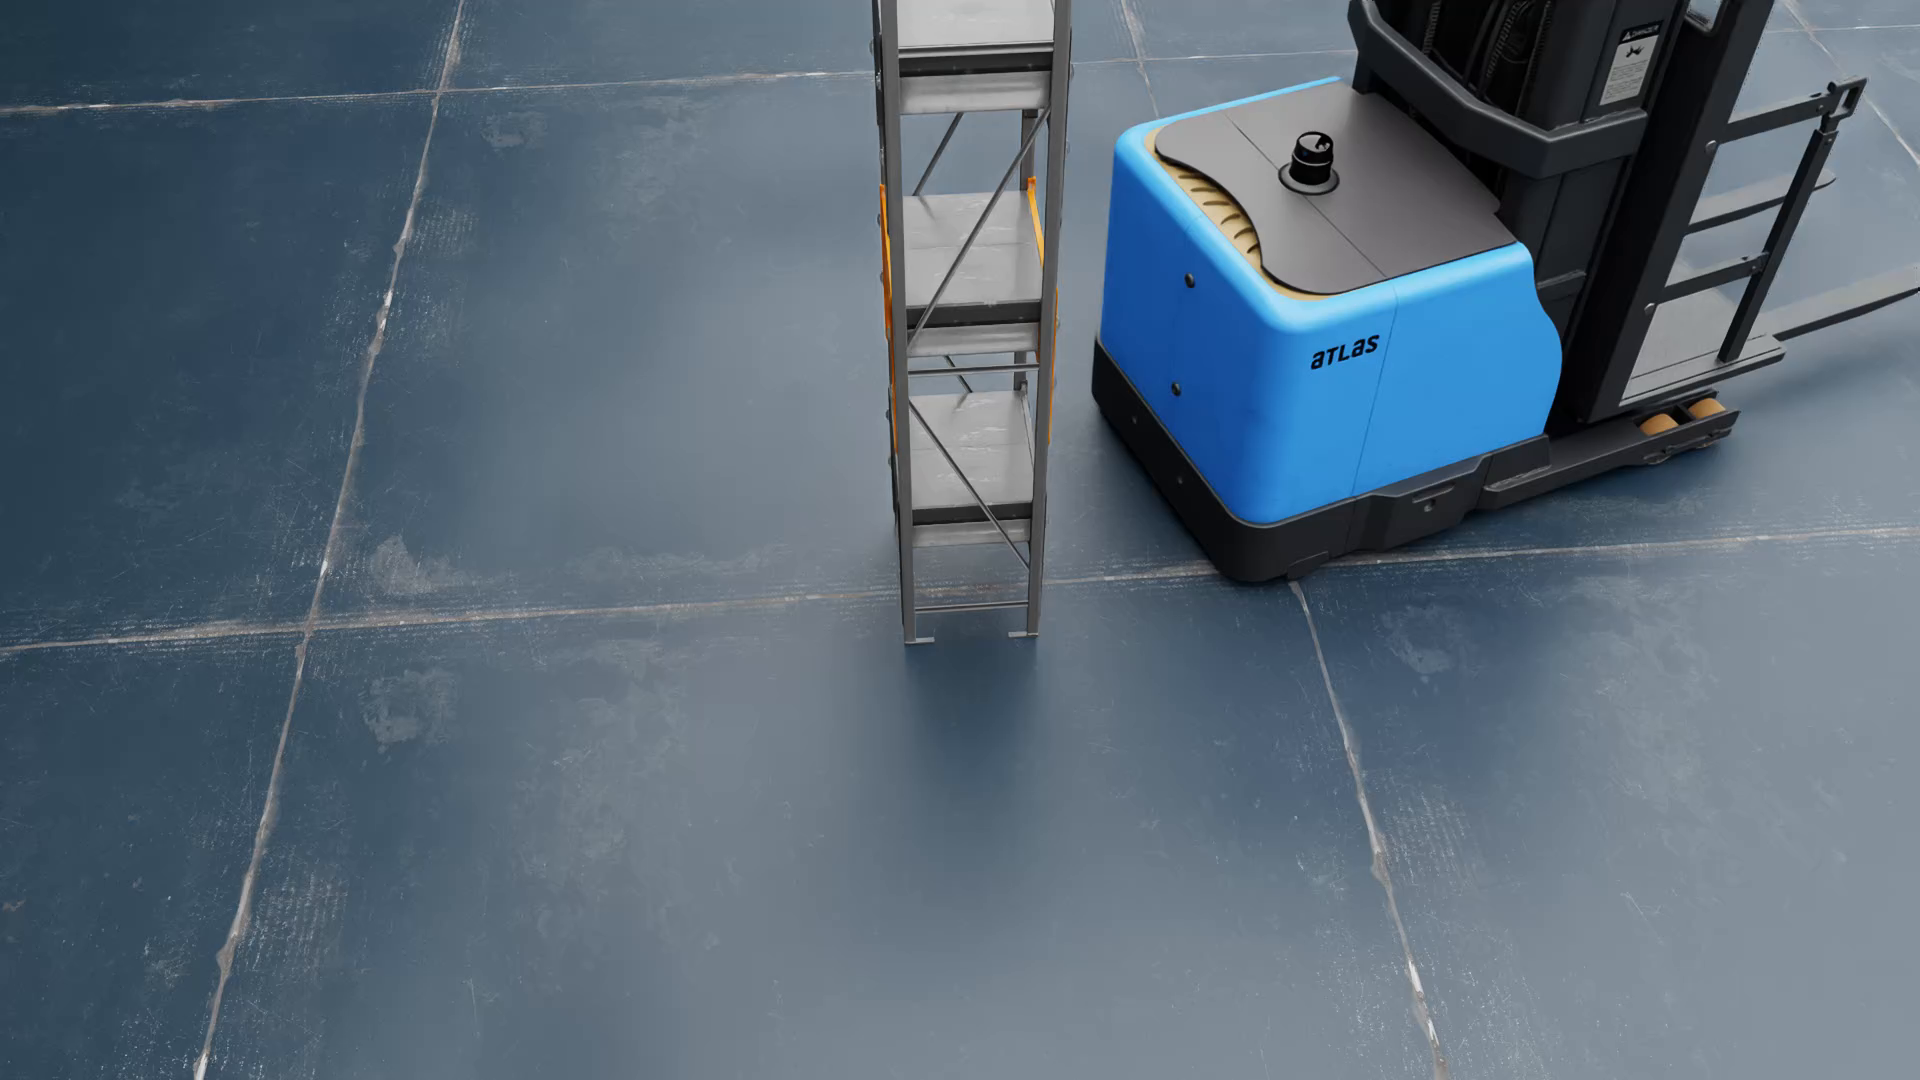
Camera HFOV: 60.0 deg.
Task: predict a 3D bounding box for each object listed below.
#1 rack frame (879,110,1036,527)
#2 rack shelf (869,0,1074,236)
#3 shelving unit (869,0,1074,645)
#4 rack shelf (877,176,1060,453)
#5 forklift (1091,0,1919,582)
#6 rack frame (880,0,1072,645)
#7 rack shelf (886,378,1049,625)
[{"bbox_3d":[-0.007,-0.779,4.541,0.400,2.100,0.015,-3,47,-3],"label":"rack frame"},{"bbox_3d":[0.014,-1.074,3.876,0.431,0.518,0.480,-3,47,-3],"label":"rack shelf"},{"bbox_3d":[0.014,-0.602,4.374,0.431,2.100,0.503,-3,47,-3],"label":"shelving unit"},{"bbox_3d":[0.014,-0.593,4.384,0.431,0.518,0.480,-3,47,-3],"label":"rack shelf"},{"bbox_3d":[2.008,-1.593,4.740,3.031,2.935,1.130,-18,49,-16],"label":"forklift"},{"bbox_3d":[0.034,-0.426,4.207,0.400,2.100,0.015,-3,47,-3],"label":"rack frame"},{"bbox_3d":[0.014,-0.112,4.892,0.431,0.518,0.480,-3,47,-3],"label":"rack shelf"}]
